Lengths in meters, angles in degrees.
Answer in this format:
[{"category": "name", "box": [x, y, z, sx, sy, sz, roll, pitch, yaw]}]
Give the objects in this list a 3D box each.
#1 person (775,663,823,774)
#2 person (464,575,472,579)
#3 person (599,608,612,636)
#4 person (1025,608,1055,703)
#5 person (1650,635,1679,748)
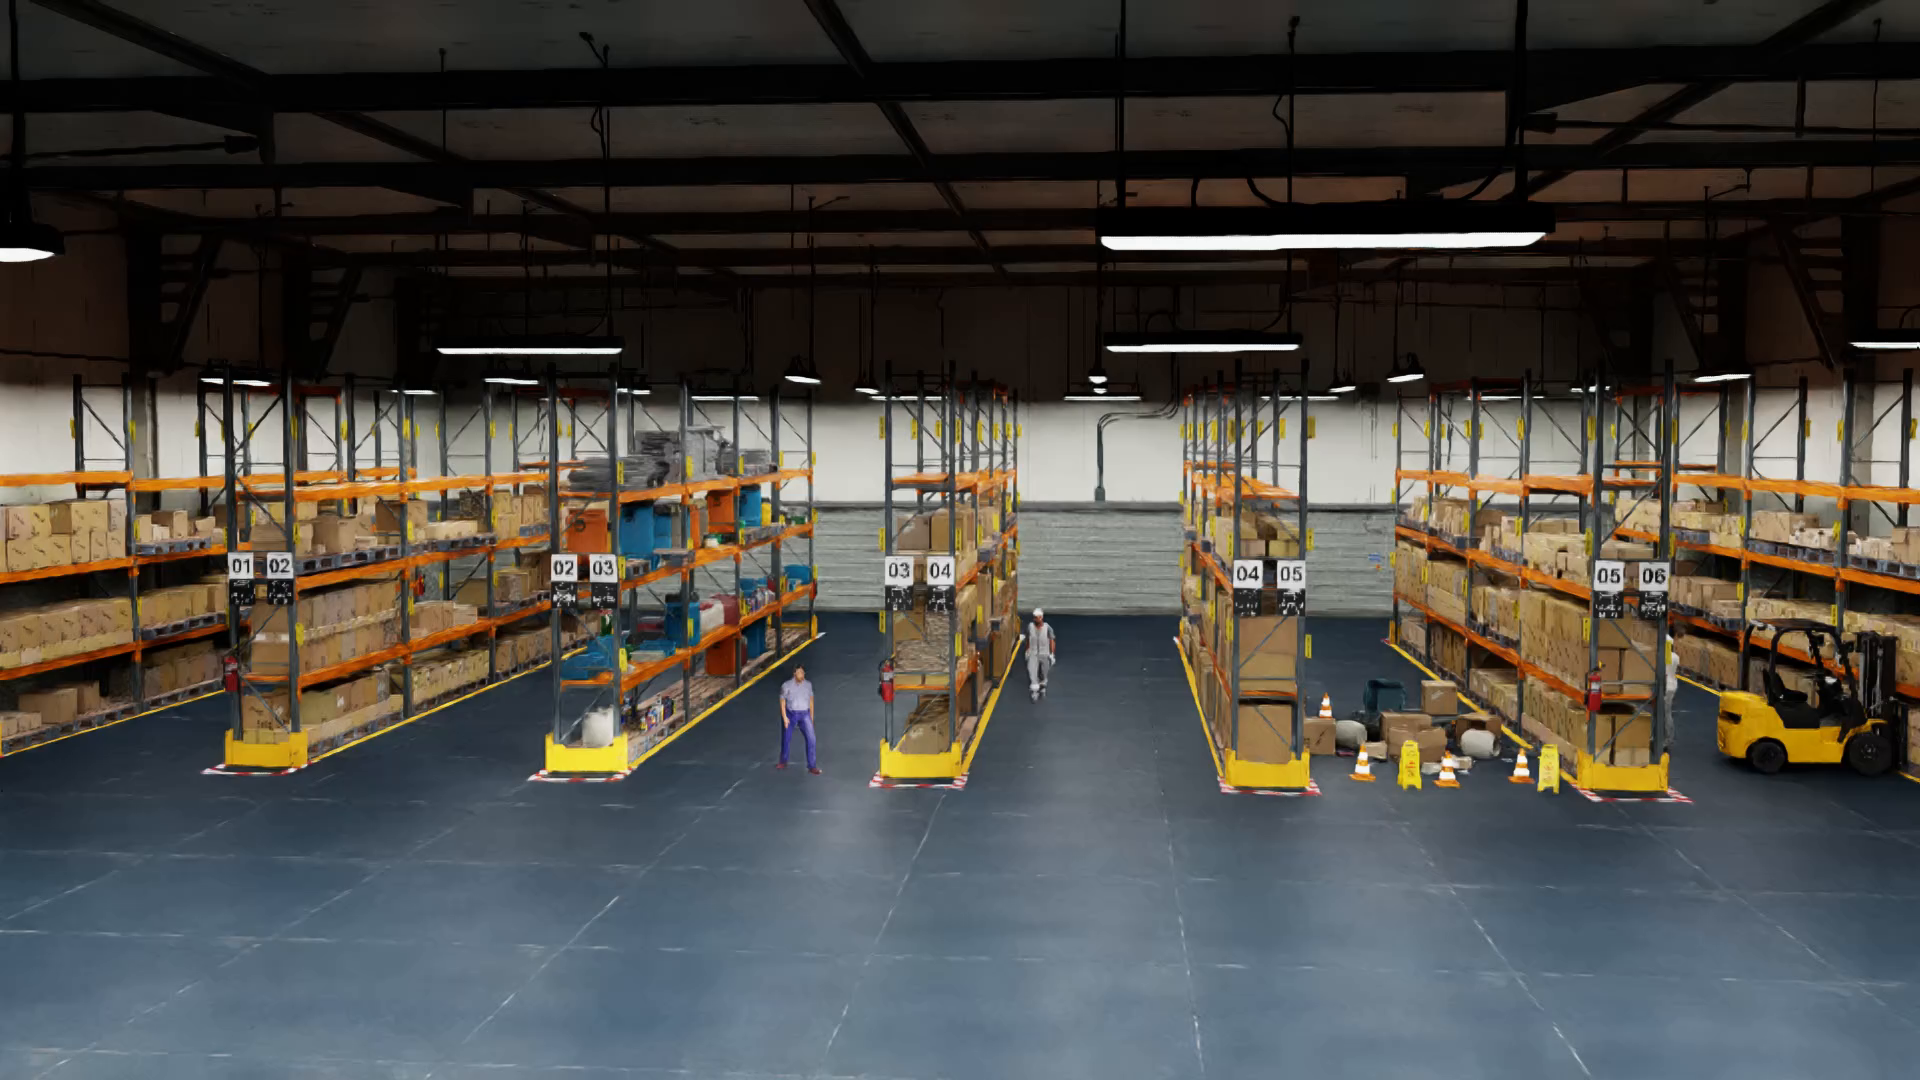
[{"category": "person", "box": [-2.384, 2.595, 24.381, 0.574, 1.600, 0.828, -1, 4, -19]}, {"category": "person", "box": [-11.051, 1.655, 37.590, 0.450, 1.737, 0.595, -2, 4, -25]}, {"category": "person", "box": [-7.826, 1.659, 36.914, 0.395, 1.790, 0.652, -1, 4, -8]}, {"category": "person", "box": [1.471, 2.117, 30.688, 0.567, 1.736, 1.044, 0, 4, 4]}, {"category": "person", "box": [11.109, 2.374, 26.329, 0.497, 1.765, 0.625, 3, 5, 36]}]
